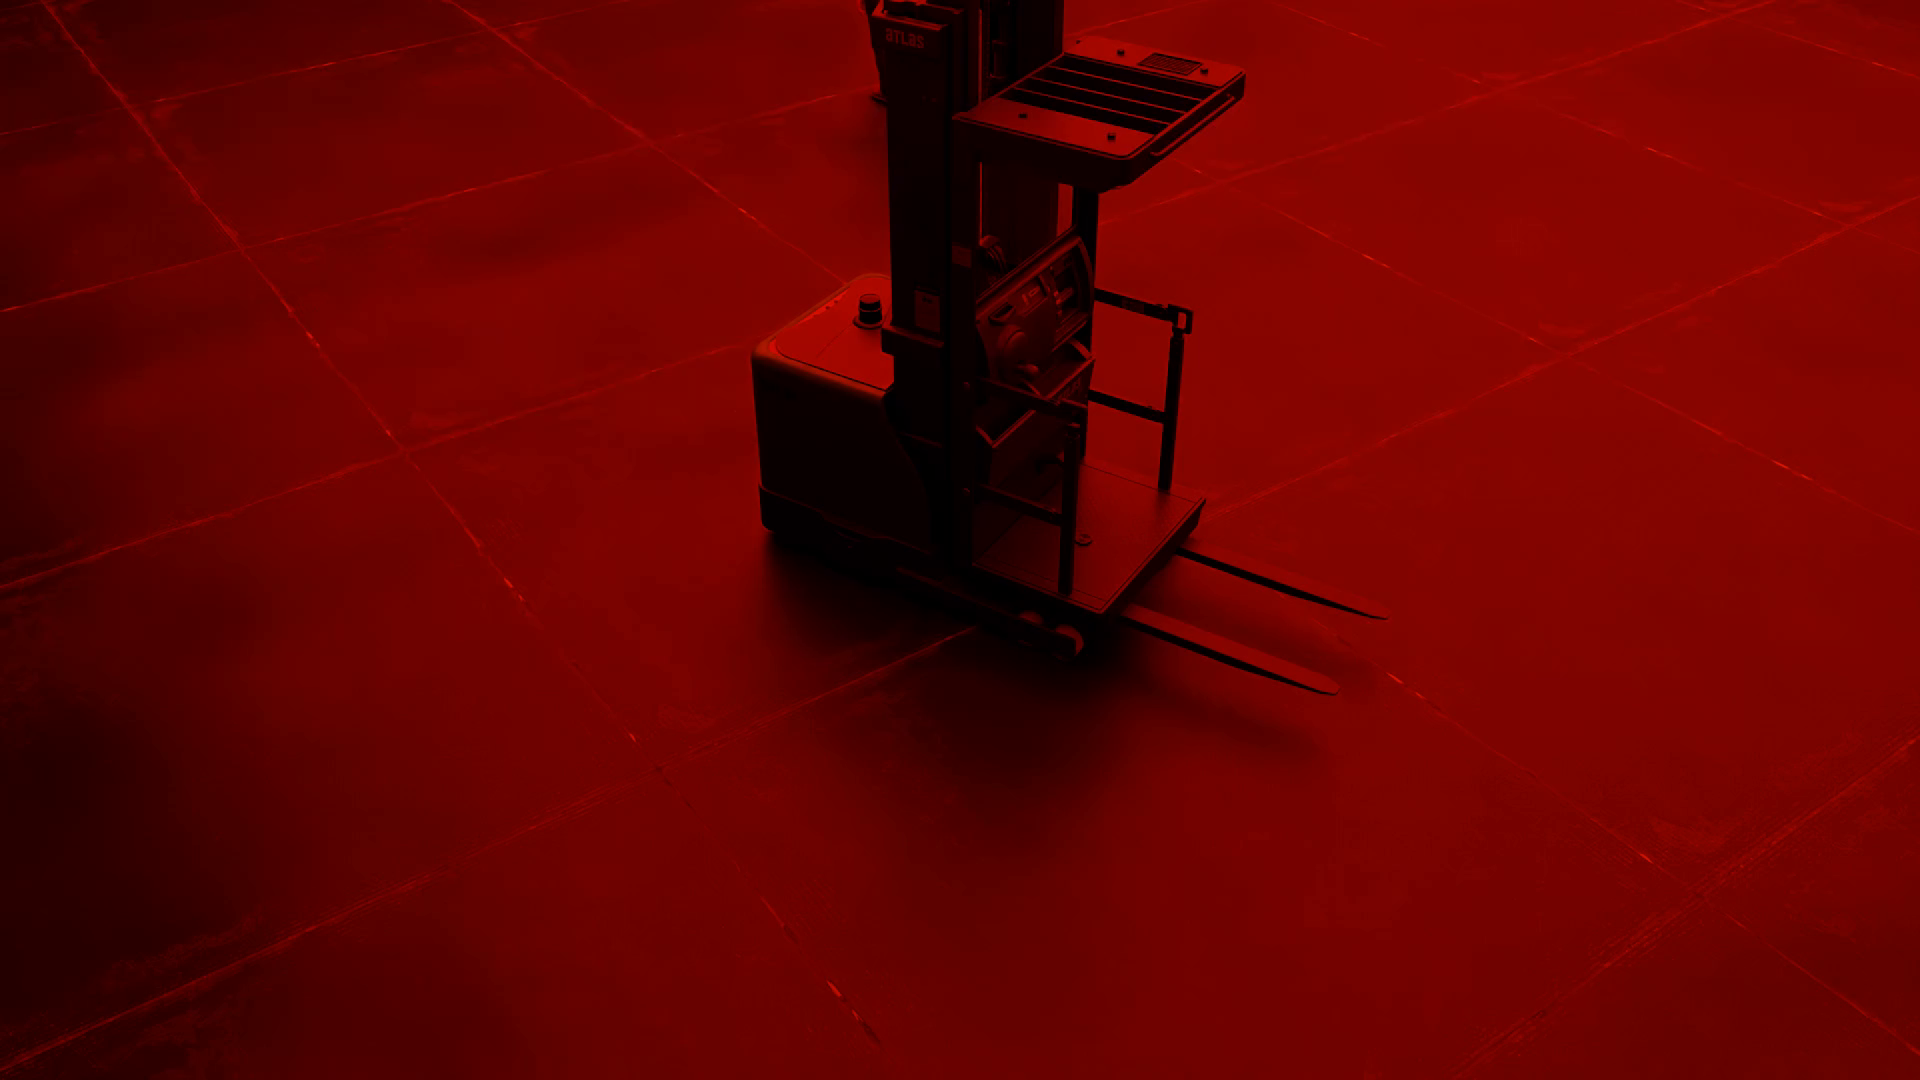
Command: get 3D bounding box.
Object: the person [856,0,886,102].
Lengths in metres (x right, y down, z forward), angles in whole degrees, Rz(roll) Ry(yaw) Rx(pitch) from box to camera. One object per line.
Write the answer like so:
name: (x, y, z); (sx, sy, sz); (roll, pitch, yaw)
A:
person: (-0.545, -4.161, 12.640); (0.596, 1.650, 0.502); (-16, 39, -20)

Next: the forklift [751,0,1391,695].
forklift: (0.514, -0.985, 7.276); (3.031, 2.935, 1.130); (21, 41, 26)
